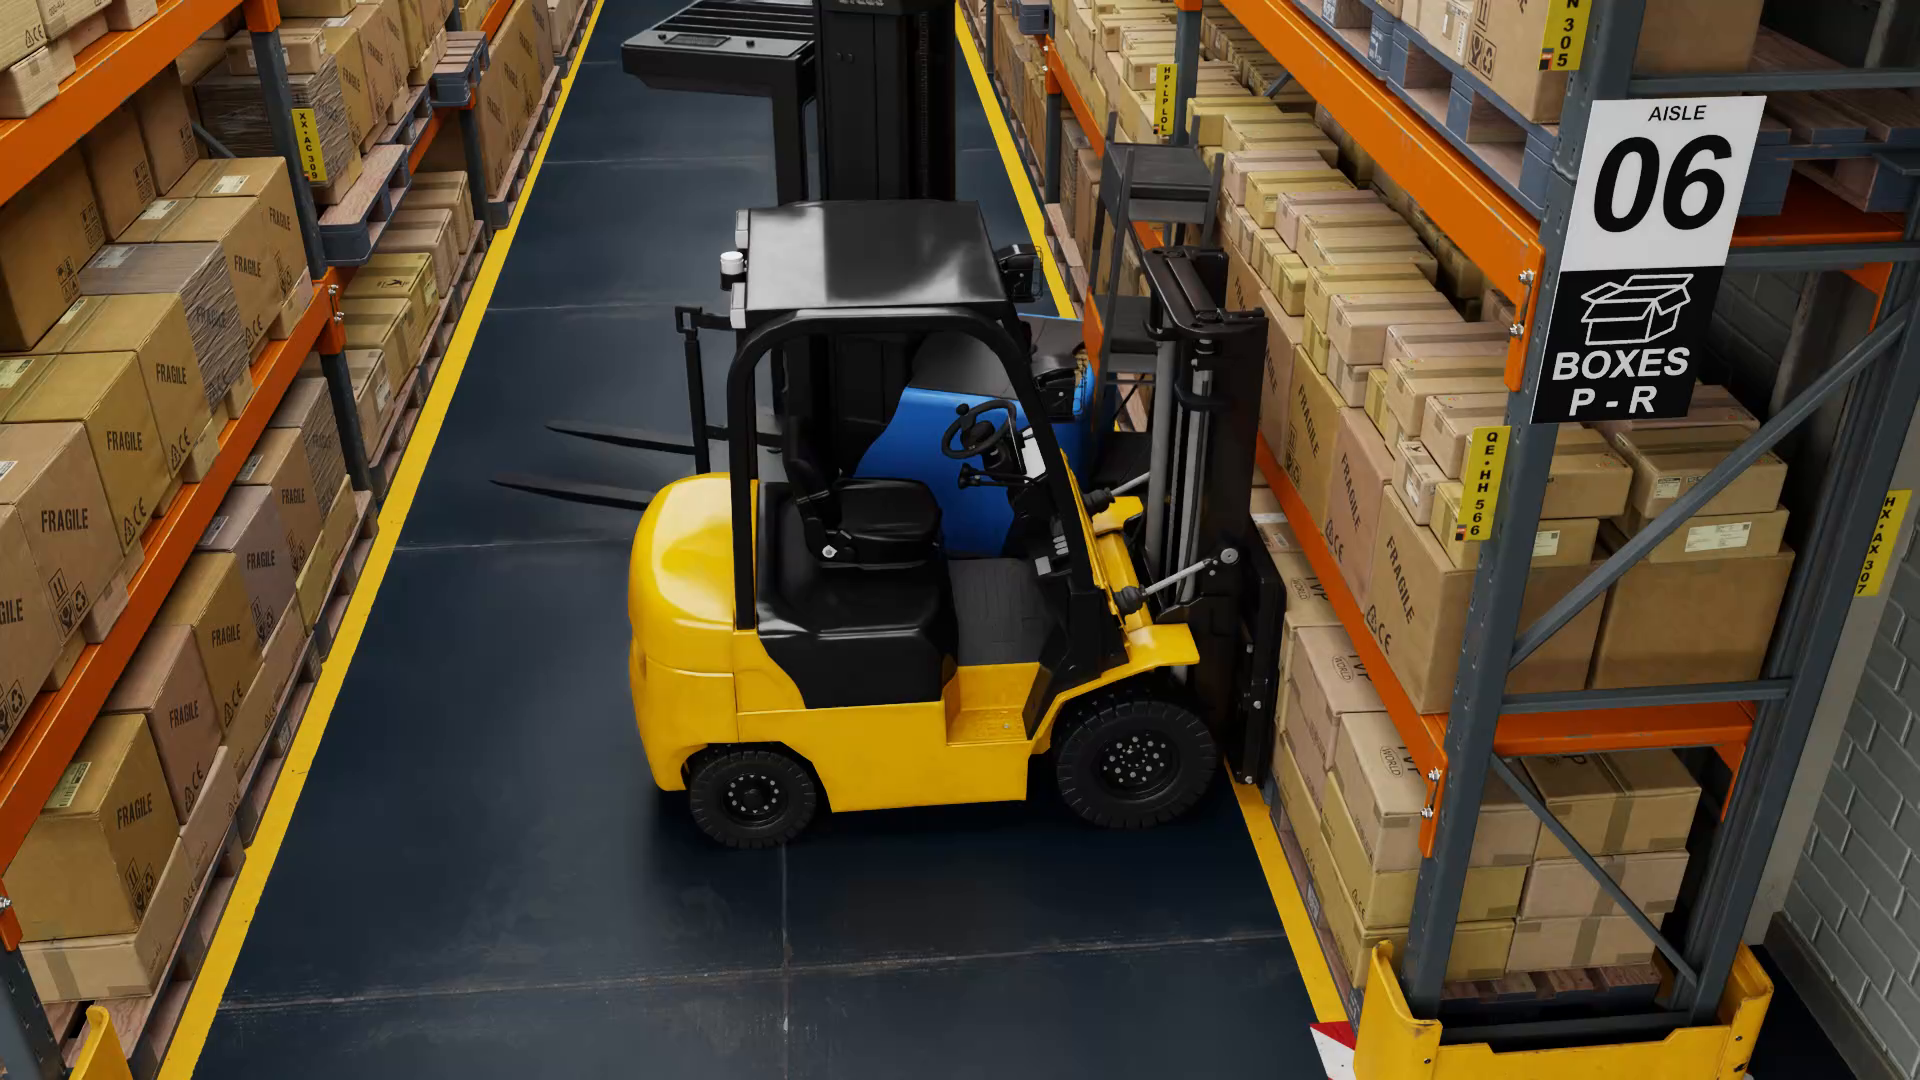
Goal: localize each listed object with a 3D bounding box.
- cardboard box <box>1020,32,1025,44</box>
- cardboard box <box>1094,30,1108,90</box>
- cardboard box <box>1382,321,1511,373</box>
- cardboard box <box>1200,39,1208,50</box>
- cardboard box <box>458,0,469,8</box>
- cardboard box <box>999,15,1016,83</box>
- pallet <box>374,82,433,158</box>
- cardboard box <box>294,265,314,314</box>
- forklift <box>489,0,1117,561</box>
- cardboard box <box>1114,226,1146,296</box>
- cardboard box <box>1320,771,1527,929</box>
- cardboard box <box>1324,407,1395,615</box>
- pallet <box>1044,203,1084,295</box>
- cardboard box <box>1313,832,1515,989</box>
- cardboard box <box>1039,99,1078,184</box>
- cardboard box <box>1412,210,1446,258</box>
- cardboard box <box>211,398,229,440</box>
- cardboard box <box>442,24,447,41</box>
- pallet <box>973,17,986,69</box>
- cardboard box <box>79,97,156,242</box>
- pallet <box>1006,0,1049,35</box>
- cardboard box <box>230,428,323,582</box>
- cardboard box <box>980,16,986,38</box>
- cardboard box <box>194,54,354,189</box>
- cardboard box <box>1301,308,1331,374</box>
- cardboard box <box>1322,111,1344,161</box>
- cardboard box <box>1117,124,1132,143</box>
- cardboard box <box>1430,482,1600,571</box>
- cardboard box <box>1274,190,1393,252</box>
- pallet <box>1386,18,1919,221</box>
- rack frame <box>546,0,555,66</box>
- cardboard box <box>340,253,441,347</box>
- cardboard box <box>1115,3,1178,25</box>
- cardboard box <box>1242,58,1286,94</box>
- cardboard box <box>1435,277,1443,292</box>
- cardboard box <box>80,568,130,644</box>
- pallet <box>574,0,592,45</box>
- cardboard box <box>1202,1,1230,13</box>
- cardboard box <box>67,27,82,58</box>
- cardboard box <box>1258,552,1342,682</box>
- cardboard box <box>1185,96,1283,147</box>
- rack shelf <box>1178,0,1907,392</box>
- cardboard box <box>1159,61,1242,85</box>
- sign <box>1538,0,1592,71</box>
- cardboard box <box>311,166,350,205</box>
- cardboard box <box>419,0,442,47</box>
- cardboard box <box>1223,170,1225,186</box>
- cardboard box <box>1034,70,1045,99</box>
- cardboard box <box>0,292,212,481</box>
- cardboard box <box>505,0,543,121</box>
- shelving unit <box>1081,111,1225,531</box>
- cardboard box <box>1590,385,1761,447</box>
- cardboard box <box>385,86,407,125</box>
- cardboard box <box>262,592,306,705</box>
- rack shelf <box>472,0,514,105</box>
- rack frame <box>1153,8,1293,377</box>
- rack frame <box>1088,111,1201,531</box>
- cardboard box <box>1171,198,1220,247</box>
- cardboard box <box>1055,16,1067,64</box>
[{"bbox_3d":[0.695,-4.213,13.774,0.380,0.149,0.250,-2,31,-3],"label":"cardboard box"},{"bbox_3d":[1.064,-2.773,9.627,0.500,0.250,0.500,-2,31,-4],"label":"cardboard box"},{"bbox_3d":[1.565,-0.570,5.258,0.380,0.149,0.250,-3,31,-4],"label":"cardboard box"},{"bbox_3d":[1.567,-2.805,9.680,0.500,0.250,0.500,-3,31,-6],"label":"cardboard box"},{"bbox_3d":[-3.627,-3.826,11.389,0.500,0.250,0.500,-3,31,-5],"label":"cardboard box"},{"bbox_3d":[0.623,-4.265,14.493,0.500,0.500,0.500,-3,31,-5],"label":"cardboard box"},{"bbox_3d":[-3.600,-2.314,9.386,1.003,0.211,1.213,-3,31,-5],"label":"pallet"},{"bbox_3d":[-3.118,-1.106,7.421,0.380,0.149,0.250,-3,31,-5],"label":"cardboard box"},{"bbox_3d":[-0.809,-1.328,7.615,3.031,2.935,1.130,8,32,13],"label":"forklift"},{"bbox_3d":[1.365,-1.426,9.618,0.875,0.625,0.625,-3,31,-5],"label":"cardboard box"},{"bbox_3d":[1.507,0.992,5.449,0.500,0.250,0.500,-3,31,-5],"label":"cardboard box"},{"bbox_3d":[1.517,-0.107,5.407,0.500,0.500,0.500,-2,31,-3],"label":"cardboard box"},{"bbox_3d":[1.154,-2.025,11.435,1.003,0.211,1.213,-3,31,-5],"label":"pallet"},{"bbox_3d":[1.505,1.215,5.563,0.500,0.250,0.500,-3,31,-4],"label":"cardboard box"},{"bbox_3d":[0.862,-2.958,12.304,0.500,0.500,0.500,-2,31,-3],"label":"cardboard box"},{"bbox_3d":[1.900,-1.117,6.175,0.380,0.149,0.250,-2,31,-3],"label":"cardboard box"},{"bbox_3d":[-3.026,-0.455,6.331,0.380,0.149,0.250,-3,31,-5],"label":"cardboard box"},{"bbox_3d":[-3.464,-3.188,10.498,0.380,0.149,0.250,-2,31,-4],"label":"cardboard box"},{"bbox_3d":[0.679,-4.840,16.148,1.003,0.211,1.213,-3,31,-5],"label":"pallet"},{"bbox_3d":[-3.601,-1.466,6.416,0.700,0.500,0.500,-3,31,-4],"label":"cardboard box"},{"bbox_3d":[0.983,-3.905,12.050,1.213,0.211,1.003,-3,31,-5],"label":"pallet"},{"bbox_3d":[-3.080,-0.136,7.093,0.500,0.500,0.500,-2,31,-4],"label":"cardboard box"},{"bbox_3d":[0.398,-4.914,15.922,0.380,0.149,0.250,-4,31,-6],"label":"cardboard box"},{"bbox_3d":[-3.210,-1.967,7.821,0.500,0.500,0.500,-2,31,-3],"label":"cardboard box"},{"bbox_3d":[1.408,-0.699,5.765,0.380,0.149,0.250,-3,31,-4],"label":"cardboard box"},{"bbox_3d":[1.802,-1.773,7.273,0.380,0.149,0.250,-4,31,-6],"label":"cardboard box"},{"bbox_3d":[1.130,-2.039,8.885,0.500,0.250,0.500,-3,31,-5],"label":"cardboard box"},{"bbox_3d":[1.552,-0.045,4.671,0.380,0.149,0.250,-2,31,-4],"label":"cardboard box"},{"bbox_3d":[1.423,-1.221,6.349,0.380,0.149,0.250,-3,31,-5],"label":"cardboard box"},{"bbox_3d":[1.823,-1.172,4.449,1.003,0.211,1.213,-3,31,-5],"label":"pallet"},{"bbox_3d":[-4.199,-5.447,14.445,1.000,3.000,0.127,-3,31,-5],"label":"rack frame"},{"bbox_3d":[-3.641,-1.404,9.829,0.950,0.372,0.625,-2,31,-3],"label":"cardboard box"},{"bbox_3d":[1.104,-3.003,9.622,0.380,0.149,0.250,-3,31,-5],"label":"cardboard box"},{"bbox_3d":[1.675,-2.381,8.581,0.380,0.149,0.250,-3,31,-5],"label":"cardboard box"},{"bbox_3d":[1.920,-0.985,6.245,0.380,0.149,0.250,-4,31,-6],"label":"cardboard box"},{"bbox_3d":[-2.864,0.205,5.227,0.380,0.149,0.250,-2,31,-4],"label":"cardboard box"},{"bbox_3d":[-4.310,-5.266,16.861,1.003,0.211,1.213,-3,31,-5],"label":"pallet"},{"bbox_3d":[1.510,-3.027,9.662,0.380,0.149,0.250,-2,31,-3],"label":"cardboard box"},{"bbox_3d":[-3.069,-1.602,5.328,0.380,0.149,0.250,-3,31,-5],"label":"cardboard box"},{"bbox_3d":[1.399,0.273,6.165,0.500,0.250,0.500,-2,31,-4],"label":"cardboard box"},{"bbox_3d":[1.224,-1.875,7.443,0.380,0.149,0.250,-2,31,-4],"label":"cardboard box"},{"bbox_3d":[1.676,-1.560,5.714,1.077,0.370,4.000,-3,31,-5],"label":"rack shelf"},{"bbox_3d":[1.224,-2.346,8.523,0.380,0.149,0.250,-3,31,-5],"label":"cardboard box"},{"bbox_3d":[1.322,-1.175,3.581,0.100,0.325,0.005,-3,31,-5],"label":"sign"},{"bbox_3d":[-3.189,-1.733,8.061,0.380,0.149,0.250,-2,31,-4],"label":"cardboard box"},{"bbox_3d":[-3.447,-3.274,10.009,0.500,0.500,0.500,-3,31,-5],"label":"cardboard box"},{"bbox_3d":[1.335,-1.485,7.081,0.380,0.149,0.250,-3,31,-5],"label":"cardboard box"},{"bbox_3d":[0.761,-3.408,12.427,0.380,0.149,0.250,-4,31,-7],"label":"cardboard box"},{"bbox_3d":[-3.002,-0.530,5.825,0.500,0.500,0.500,-3,31,-6],"label":"cardboard box"},{"bbox_3d":[-3.970,-3.942,13.587,0.875,0.875,0.875,-2,31,-3],"label":"cardboard box"},{"bbox_3d":[0.782,-0.814,7.492,0.431,2.100,0.503,1,32,-6],"label":"shelving unit"},{"bbox_3d":[2.082,-0.330,4.857,0.380,0.149,0.250,-2,31,-3],"label":"cardboard box"},{"bbox_3d":[-3.283,-2.399,9.177,0.380,0.149,0.250,-2,31,-3],"label":"cardboard box"},{"bbox_3d":[-3.027,0.458,6.831,0.500,0.250,0.500,-2,31,-4],"label":"cardboard box"},{"bbox_3d":[-4.013,-4.117,12.920,1.077,0.370,4.000,-3,31,-5],"label":"rack shelf"},{"bbox_3d":[1.490,-1.603,8.008,1.000,3.000,0.127,-3,31,-5],"label":"rack frame"},{"bbox_3d":[0.764,-0.943,7.698,0.400,2.100,0.015,1,32,-6],"label":"rack frame"},{"bbox_3d":[1.271,-1.406,7.582,0.500,0.500,0.500,-4,31,-6],"label":"cardboard box"},{"bbox_3d":[0.914,-3.342,11.066,0.500,0.250,0.500,-3,31,-4],"label":"cardboard box"}]
